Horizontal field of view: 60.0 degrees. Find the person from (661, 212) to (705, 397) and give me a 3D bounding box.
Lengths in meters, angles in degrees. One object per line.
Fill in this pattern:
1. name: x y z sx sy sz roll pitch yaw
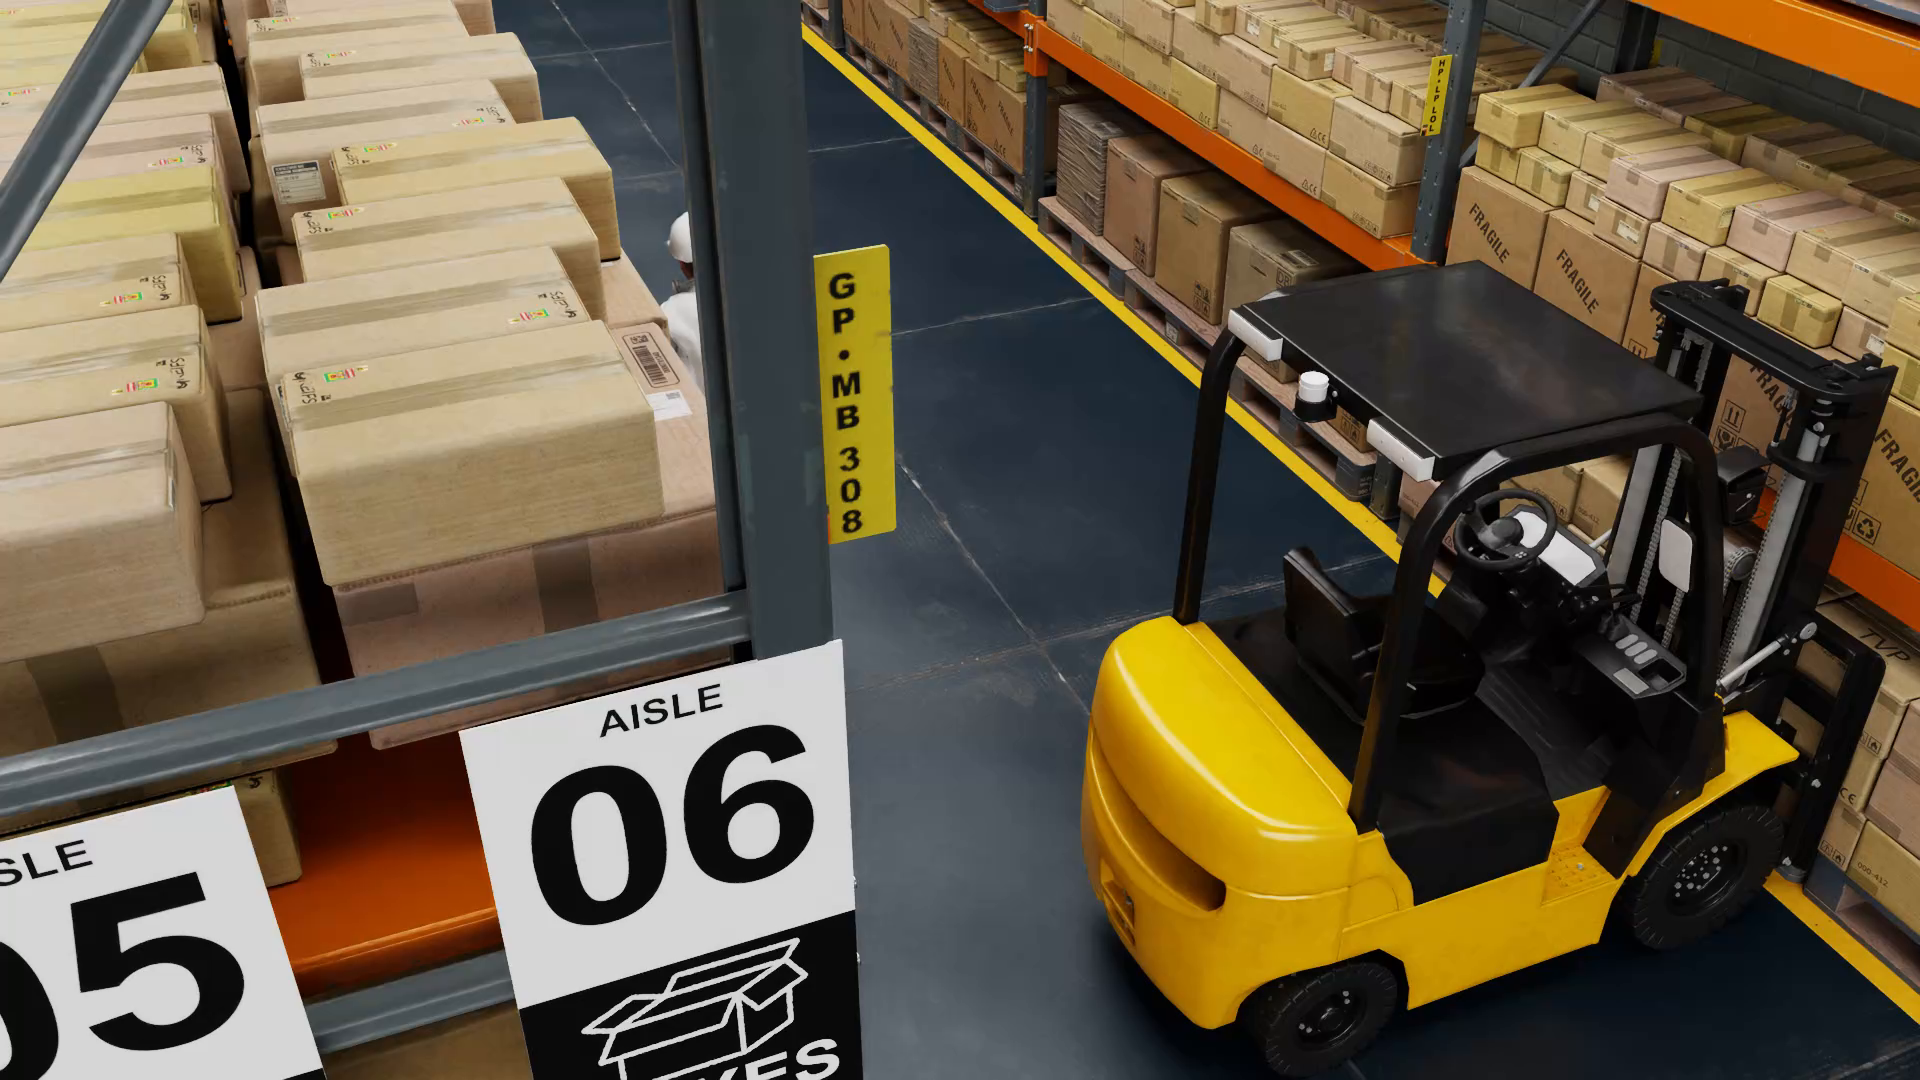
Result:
1. person: -0.986 -0.495 6.870 0.580 1.772 0.461 -13 36 -19
